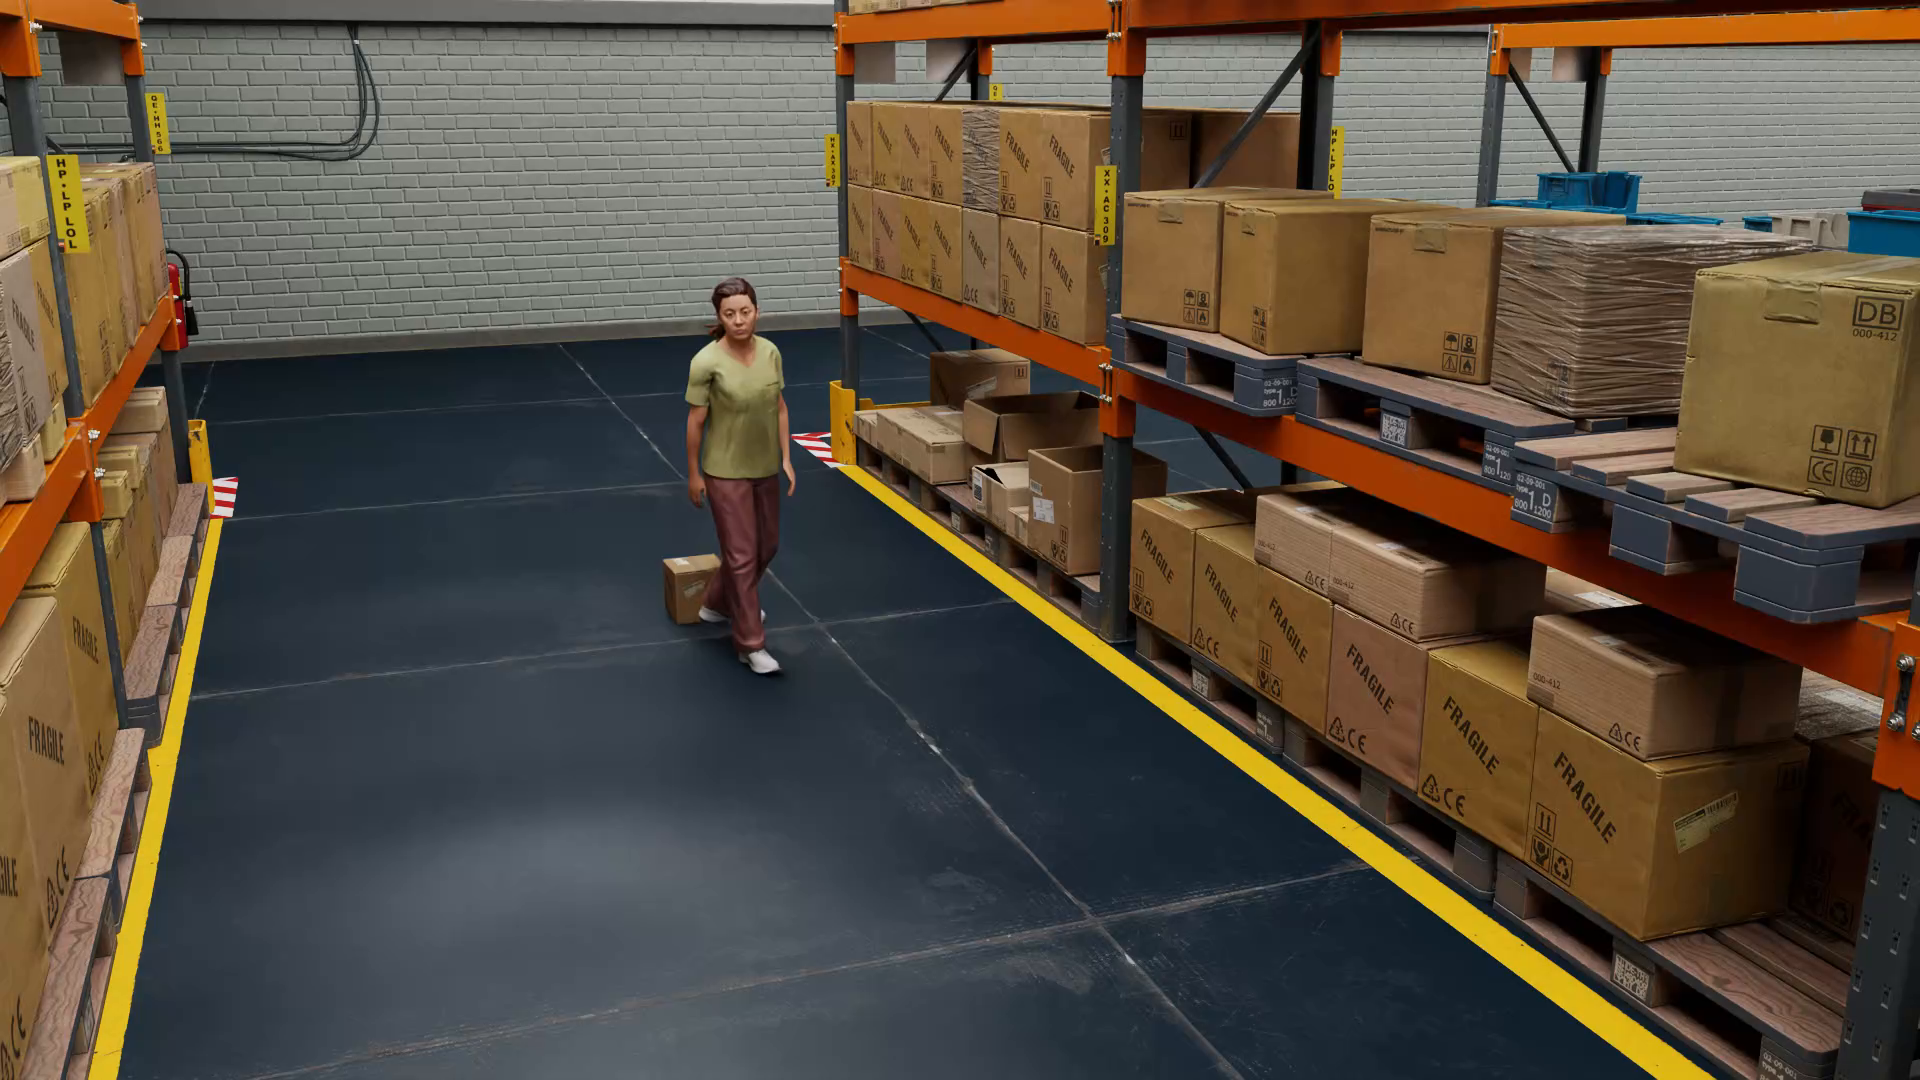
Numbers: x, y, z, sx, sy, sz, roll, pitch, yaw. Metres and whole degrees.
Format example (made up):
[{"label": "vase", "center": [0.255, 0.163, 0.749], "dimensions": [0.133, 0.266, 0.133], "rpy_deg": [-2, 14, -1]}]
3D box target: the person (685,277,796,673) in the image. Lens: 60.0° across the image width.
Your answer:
[{"label": "person", "center": [-0.952, -0.296, 7.082], "dimensions": [0.495, 1.666, 0.647], "rpy_deg": [-14, 21, -41]}]
